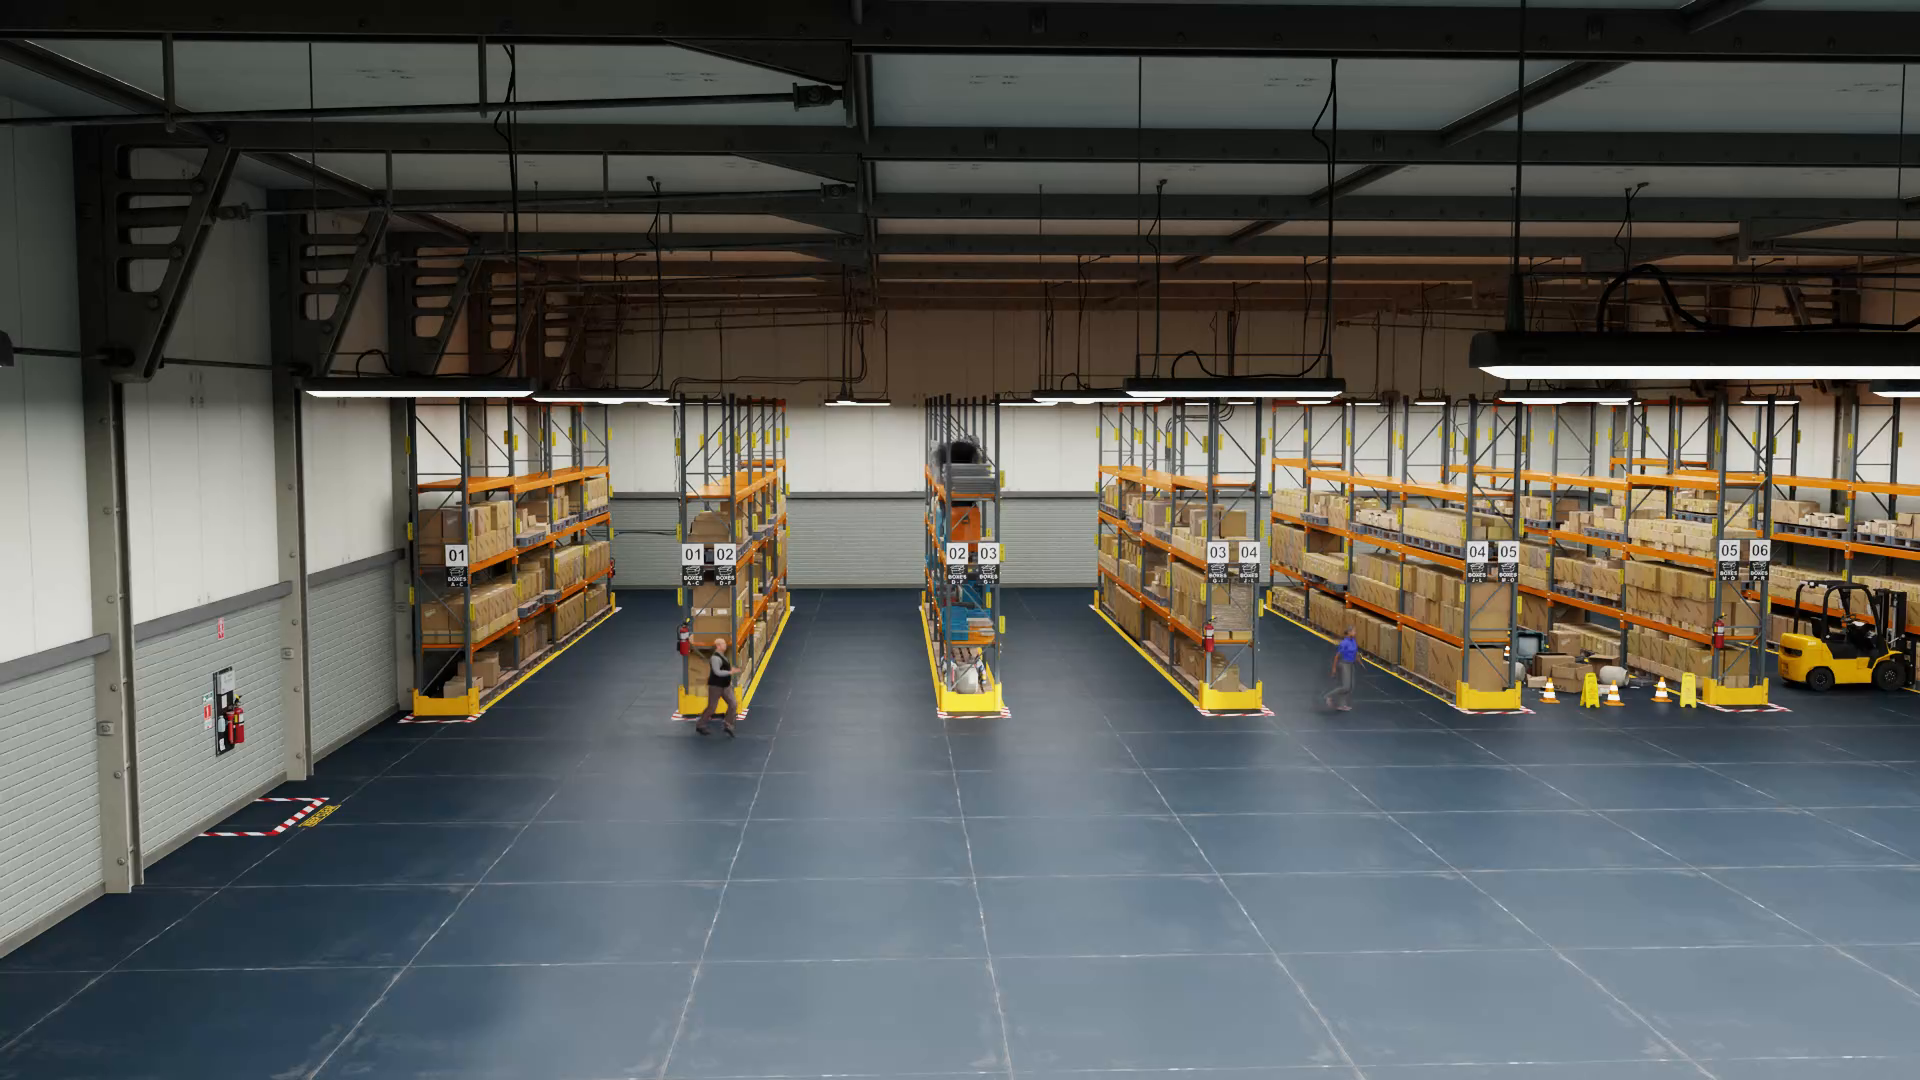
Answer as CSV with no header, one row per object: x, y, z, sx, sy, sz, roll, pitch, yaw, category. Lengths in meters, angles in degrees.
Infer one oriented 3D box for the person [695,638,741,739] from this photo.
-4.184,2.586,28.833,0.851,1.782,0.597,2,5,19,person

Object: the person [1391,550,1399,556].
12.973,0.959,49.631,0.855,1.717,0.542,-1,5,-18,person

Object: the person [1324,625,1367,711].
7.297,2.425,31.541,0.671,1.626,0.625,3,6,37,person
